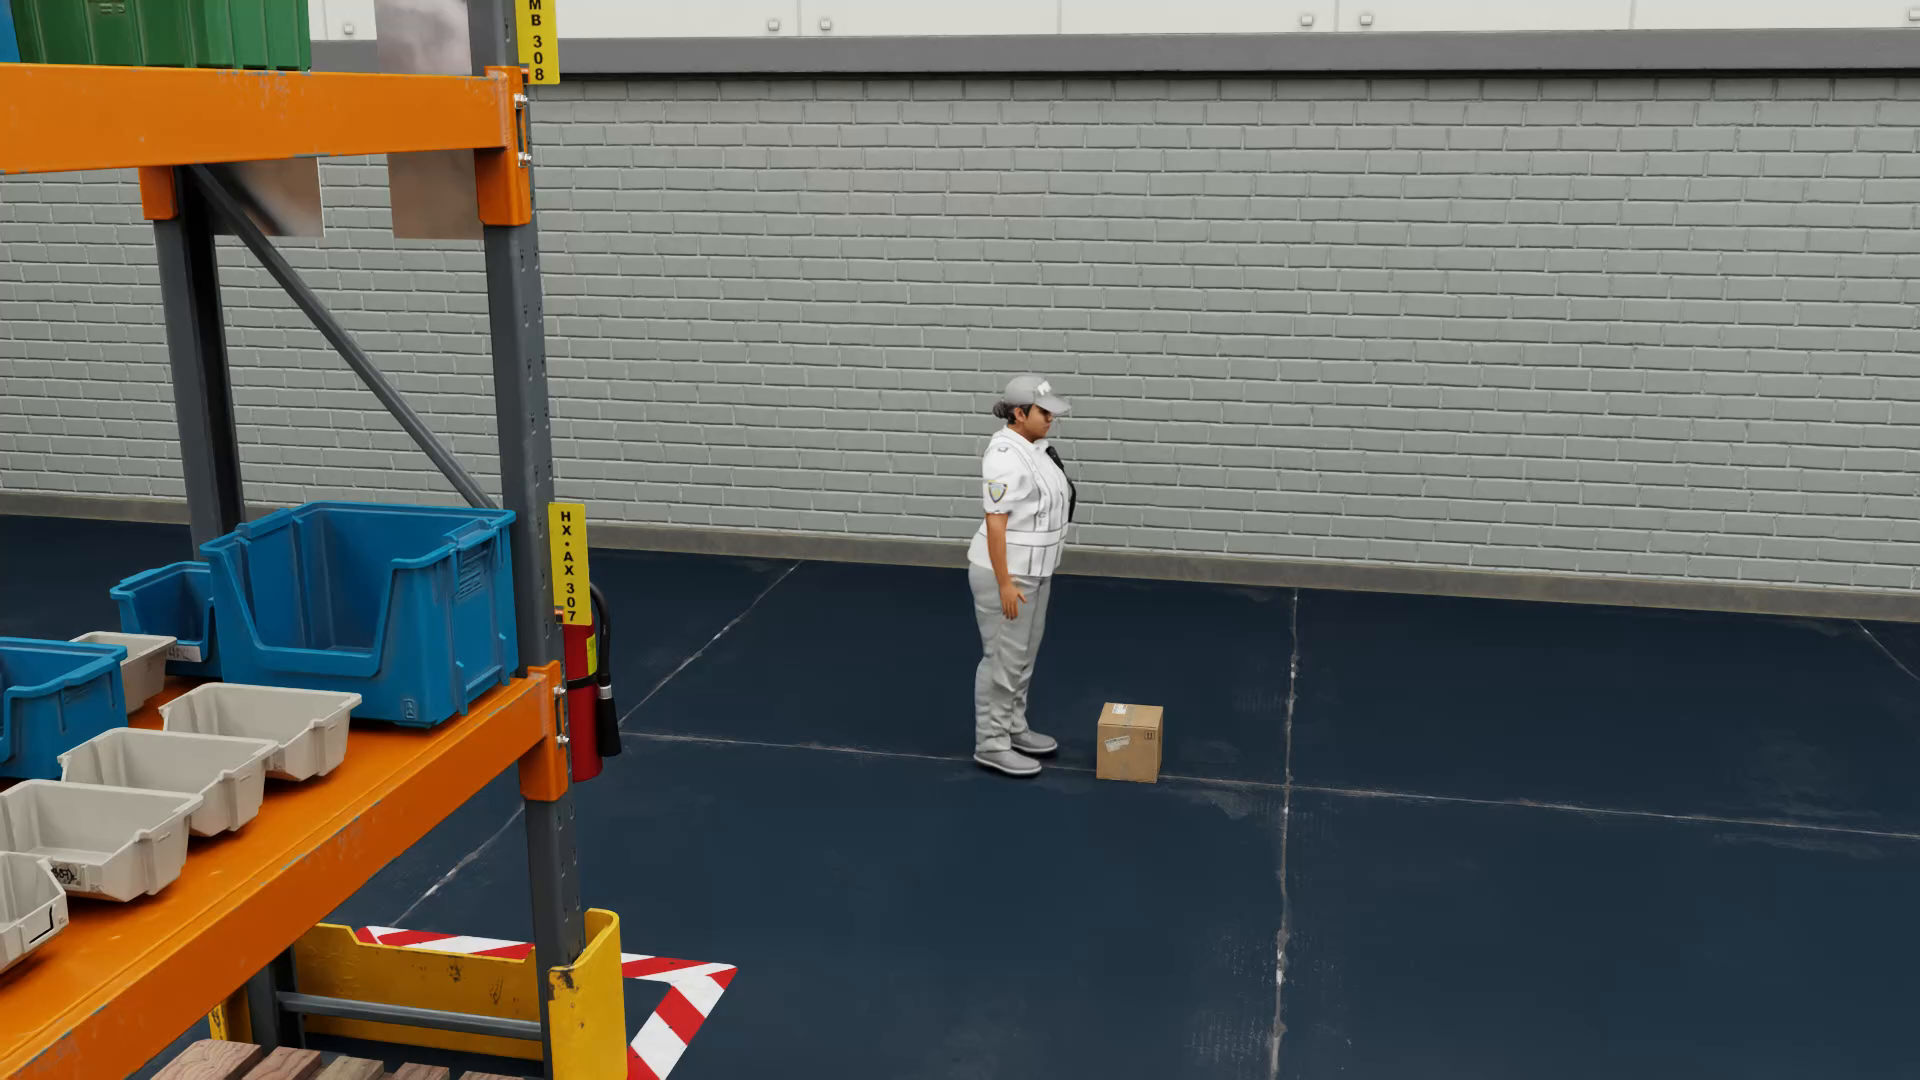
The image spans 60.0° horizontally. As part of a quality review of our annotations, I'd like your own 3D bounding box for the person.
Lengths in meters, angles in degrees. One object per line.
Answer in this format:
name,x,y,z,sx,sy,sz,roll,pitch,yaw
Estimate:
person,0.250,0.136,6.931,0.414,1.668,0.495,5,16,18
